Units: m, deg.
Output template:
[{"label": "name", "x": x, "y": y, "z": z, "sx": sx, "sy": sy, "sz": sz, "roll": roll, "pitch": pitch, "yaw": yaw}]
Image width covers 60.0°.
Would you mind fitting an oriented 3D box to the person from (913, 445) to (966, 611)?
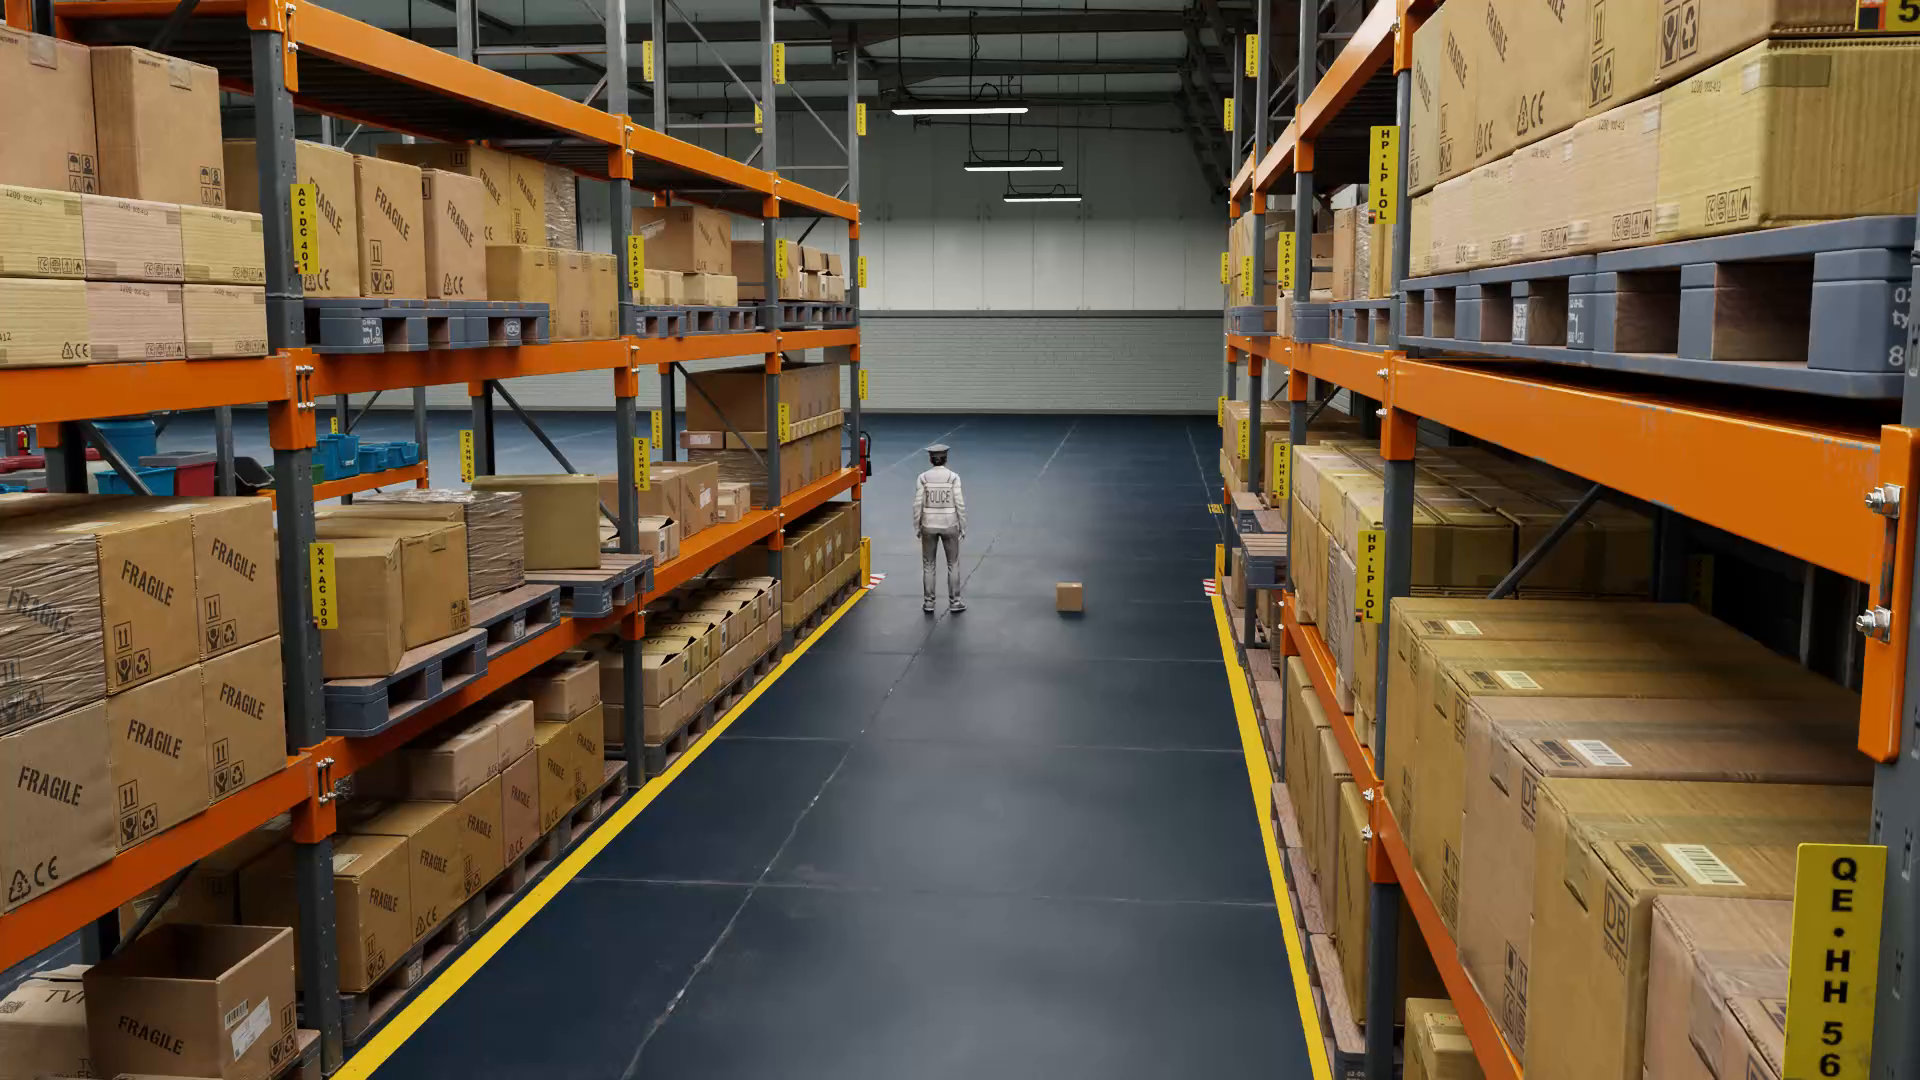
[{"label": "person", "x": -0.201, "y": -0.113, "z": 16.622, "sx": 0.526, "sy": 1.663, "sz": 0.374, "roll": 1, "pitch": 8, "yaw": 5}]
